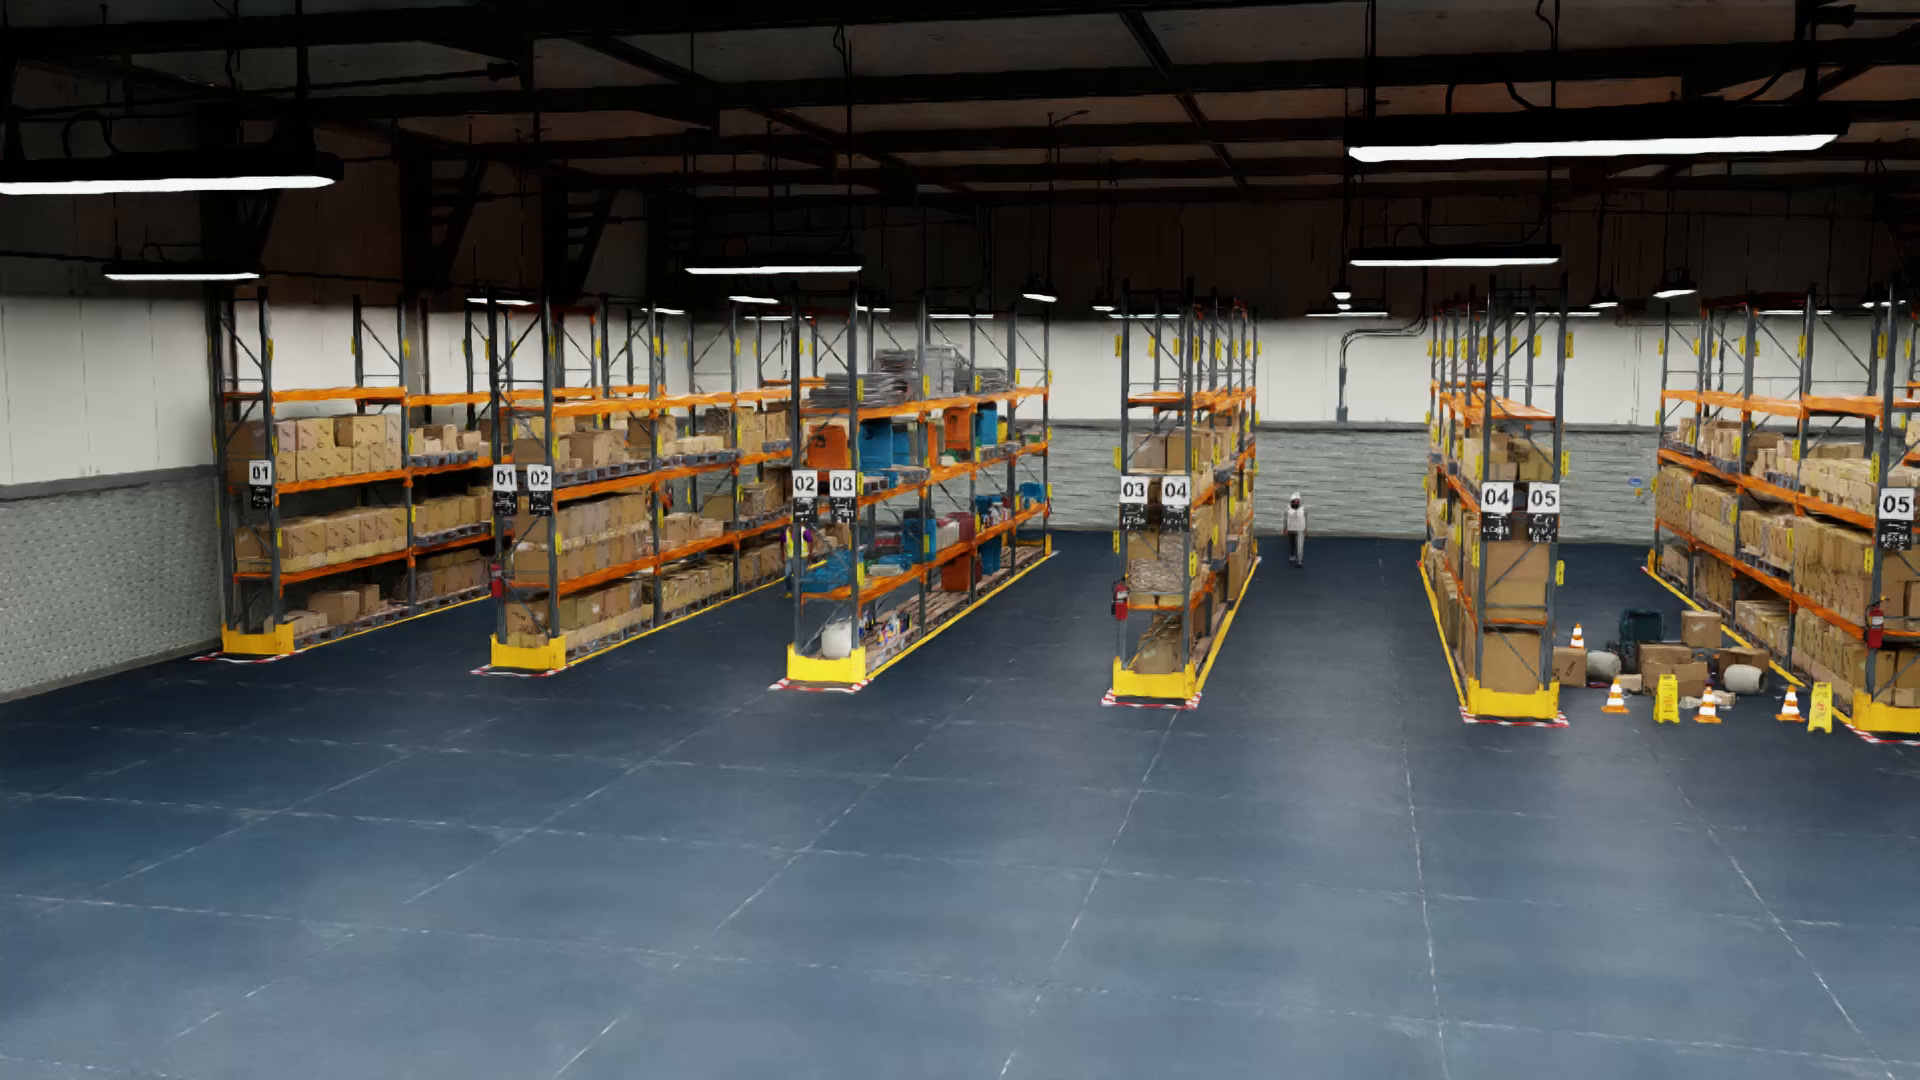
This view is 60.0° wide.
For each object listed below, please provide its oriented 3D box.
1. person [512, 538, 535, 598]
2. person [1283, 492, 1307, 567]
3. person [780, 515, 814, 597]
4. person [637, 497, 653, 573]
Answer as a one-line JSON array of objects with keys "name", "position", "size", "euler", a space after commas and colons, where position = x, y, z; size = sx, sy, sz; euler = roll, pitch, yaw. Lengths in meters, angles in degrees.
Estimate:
[{"name": "person", "position": [-8.599, 0.380, 33.191], "size": [0.616, 1.645, 0.656], "euler": [1, 7, 5]}, {"name": "person", "position": [7.740, -0.266, 38.446], "size": [0.543, 1.700, 1.115], "euler": [2, 7, 15]}, {"name": "person", "position": [-3.288, 0.330, 33.364], "size": [0.719, 1.713, 0.578], "euler": [1, 7, 12]}, {"name": "person", "position": [-7.022, -0.124, 37.259], "size": [0.457, 1.675, 0.532], "euler": [-1, 7, -10]}]
